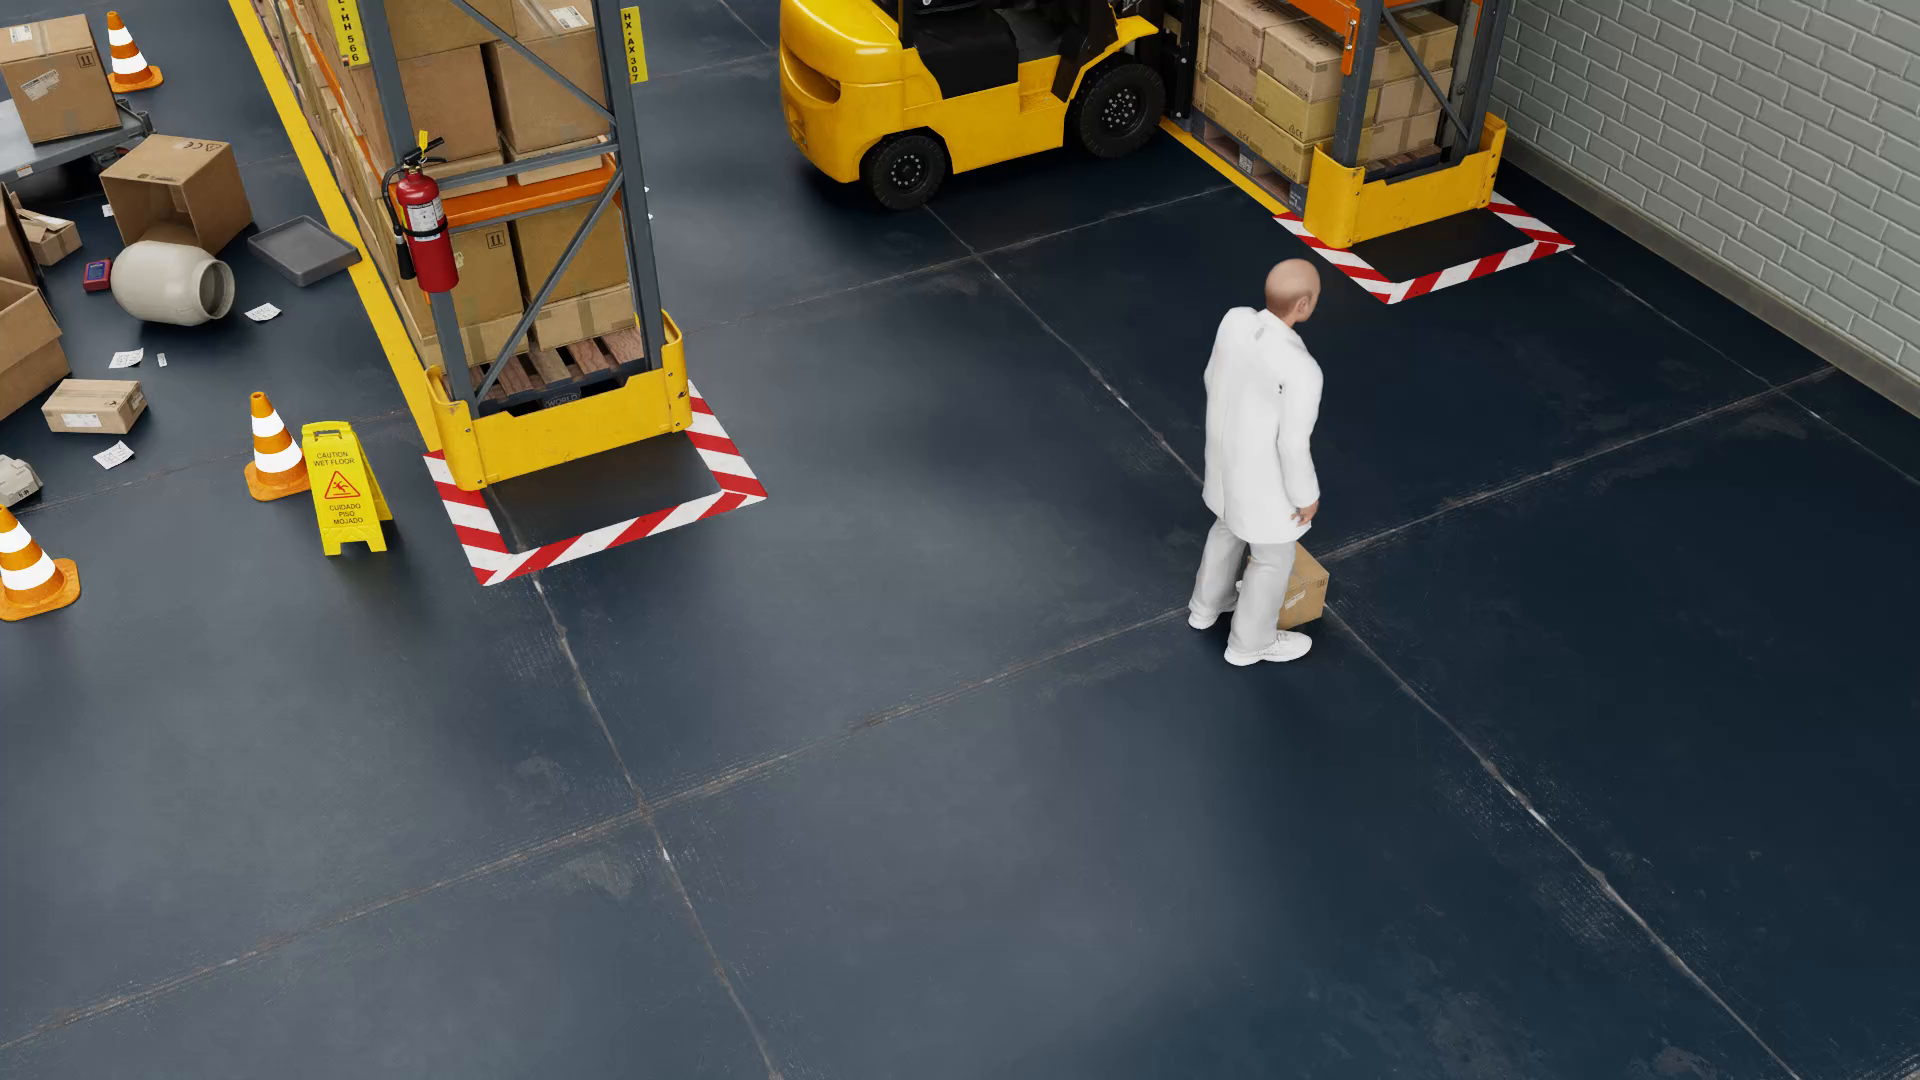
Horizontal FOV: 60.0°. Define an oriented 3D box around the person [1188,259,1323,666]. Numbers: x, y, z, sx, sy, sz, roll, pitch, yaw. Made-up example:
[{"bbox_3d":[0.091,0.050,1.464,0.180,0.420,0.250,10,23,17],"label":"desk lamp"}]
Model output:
[{"bbox_3d":[1.173,-0.299,6.517,0.422,1.775,0.642,-19,44,-20],"label":"person"}]
